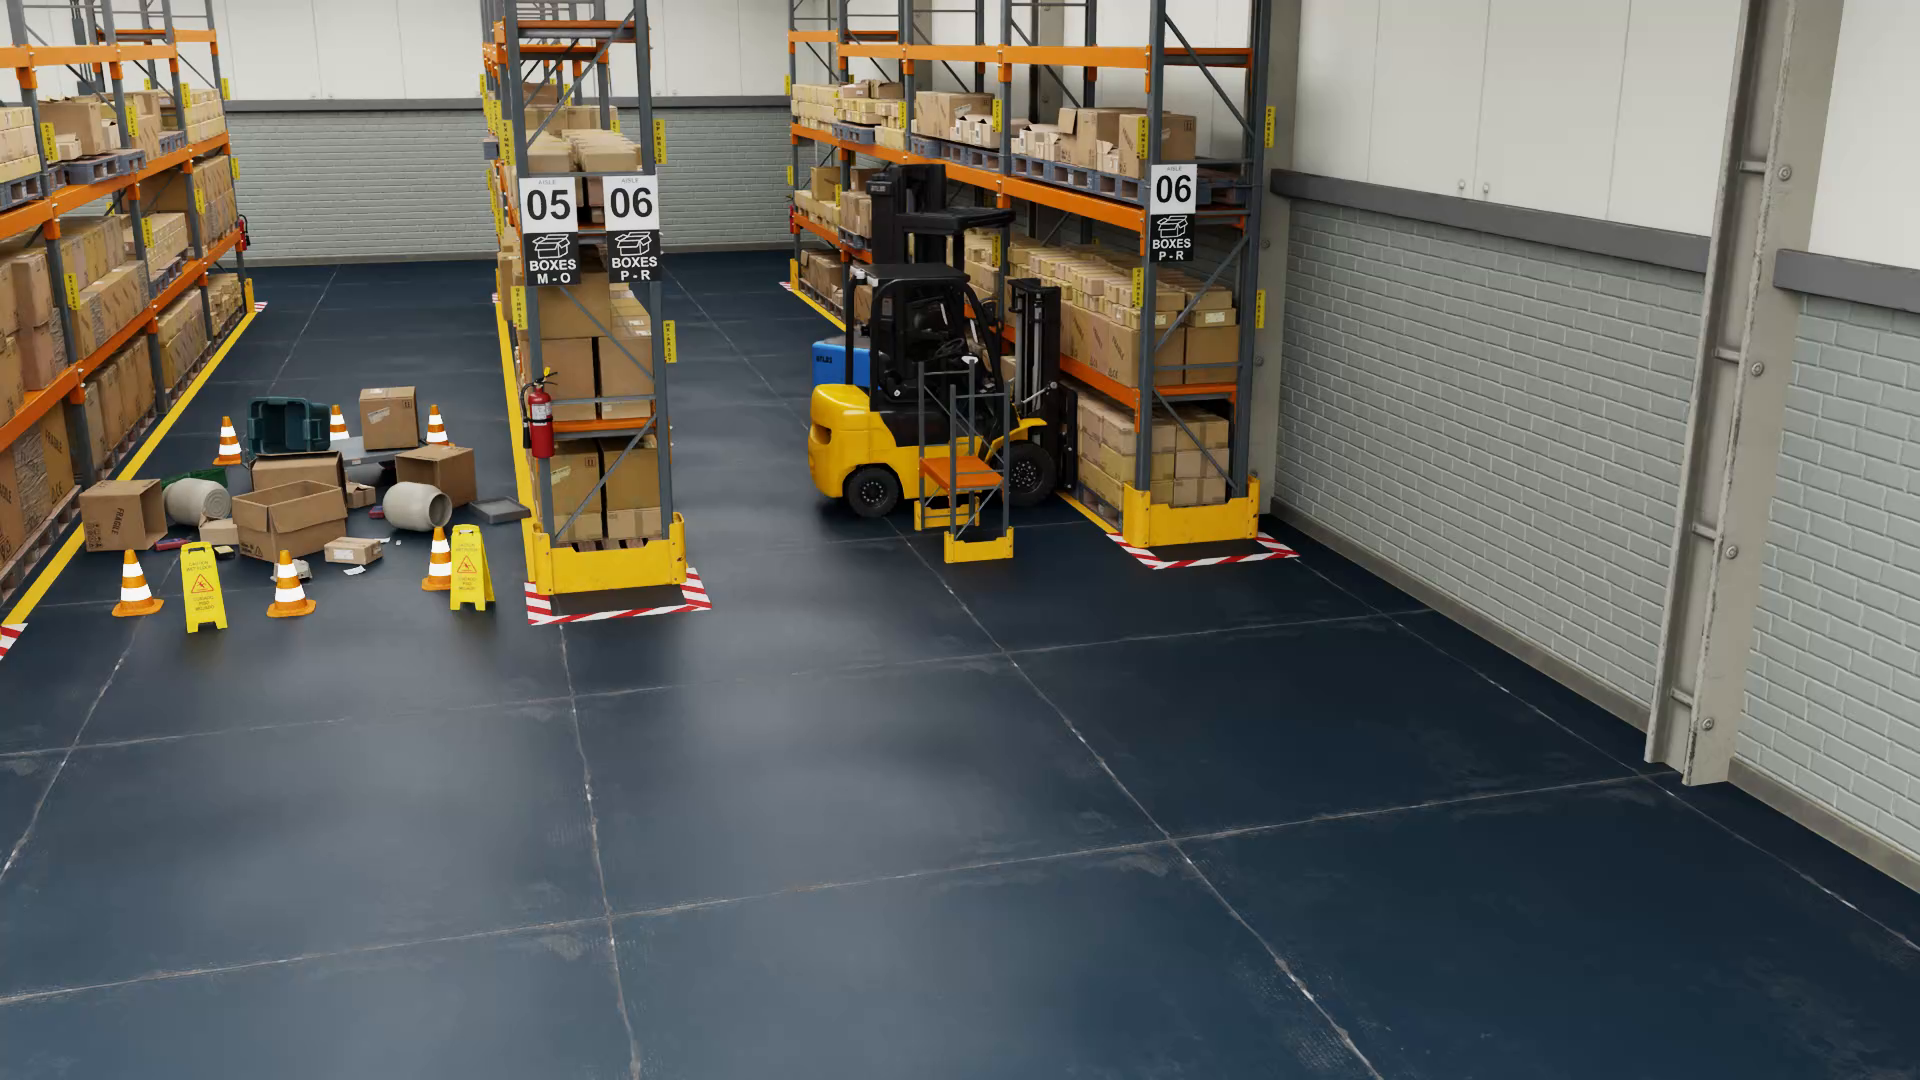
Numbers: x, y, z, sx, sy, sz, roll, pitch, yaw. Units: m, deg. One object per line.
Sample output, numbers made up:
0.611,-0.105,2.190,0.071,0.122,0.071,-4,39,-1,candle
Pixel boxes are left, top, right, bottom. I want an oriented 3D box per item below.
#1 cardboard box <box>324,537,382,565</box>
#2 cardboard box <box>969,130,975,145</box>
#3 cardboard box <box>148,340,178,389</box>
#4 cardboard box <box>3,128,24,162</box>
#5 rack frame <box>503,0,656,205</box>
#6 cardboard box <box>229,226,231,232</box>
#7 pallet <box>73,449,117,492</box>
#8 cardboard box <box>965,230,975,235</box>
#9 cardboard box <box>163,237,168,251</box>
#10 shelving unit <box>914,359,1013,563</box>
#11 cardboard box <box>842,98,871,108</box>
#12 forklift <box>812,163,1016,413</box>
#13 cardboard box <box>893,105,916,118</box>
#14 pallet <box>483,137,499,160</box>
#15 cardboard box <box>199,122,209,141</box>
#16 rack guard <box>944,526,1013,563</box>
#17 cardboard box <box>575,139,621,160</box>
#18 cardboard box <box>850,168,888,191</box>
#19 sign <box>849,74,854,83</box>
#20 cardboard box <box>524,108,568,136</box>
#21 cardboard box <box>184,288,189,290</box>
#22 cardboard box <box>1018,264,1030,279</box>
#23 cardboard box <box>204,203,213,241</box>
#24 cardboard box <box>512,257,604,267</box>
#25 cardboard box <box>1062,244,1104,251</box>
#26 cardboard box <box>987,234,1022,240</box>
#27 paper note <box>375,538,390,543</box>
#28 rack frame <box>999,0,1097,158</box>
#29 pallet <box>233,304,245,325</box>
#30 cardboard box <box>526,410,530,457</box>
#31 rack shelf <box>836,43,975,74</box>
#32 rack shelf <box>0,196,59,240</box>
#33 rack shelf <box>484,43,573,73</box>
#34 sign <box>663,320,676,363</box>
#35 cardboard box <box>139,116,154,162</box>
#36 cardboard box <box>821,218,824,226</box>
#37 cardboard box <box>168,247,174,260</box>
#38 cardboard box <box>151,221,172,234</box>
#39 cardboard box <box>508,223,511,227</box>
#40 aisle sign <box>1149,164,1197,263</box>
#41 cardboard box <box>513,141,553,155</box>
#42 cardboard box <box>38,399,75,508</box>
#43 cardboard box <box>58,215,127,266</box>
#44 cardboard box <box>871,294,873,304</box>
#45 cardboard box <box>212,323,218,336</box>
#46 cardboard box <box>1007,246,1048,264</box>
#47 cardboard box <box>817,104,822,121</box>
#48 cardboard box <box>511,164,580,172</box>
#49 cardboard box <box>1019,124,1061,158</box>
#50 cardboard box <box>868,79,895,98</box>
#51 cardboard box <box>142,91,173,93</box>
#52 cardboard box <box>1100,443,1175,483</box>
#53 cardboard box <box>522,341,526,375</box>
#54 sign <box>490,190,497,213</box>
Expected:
-5.069,0.090,13.893,0.380,0.149,0.250,4,17,13,cardboard box
0.311,-4.418,18.264,0.380,0.149,0.250,-5,17,-15,cardboard box
-9.646,-2.086,19.796,0.500,0.500,0.500,-5,18,-18,cardboard box
-8.077,-3.260,13.716,0.500,0.250,0.500,-5,17,-15,cardboard box
-2.767,-3.945,11.945,1.000,3.000,0.127,-5,17,-15,rack frame
-11.502,-4.819,25.717,0.380,0.149,0.250,-5,17,-15,cardboard box
-8.882,-0.631,16.187,1.003,0.211,1.213,-5,17,-15,pallet
-0.038,-3.644,20.069,0.380,0.149,0.250,-5,17,-15,cardboard box
-10.070,-3.669,20.643,0.380,0.149,0.250,-4,17,-13,cardboard box
0.021,-0.697,14.166,0.587,1.500,1.083,-5,17,-15,shelving unit
-1.491,-6.307,24.038,0.380,0.149,0.250,-4,17,-14,cardboard box
-0.095,-2.352,17.188,3.031,2.935,1.130,11,20,33,forklift
-0.665,-5.599,21.714,0.380,0.149,0.250,-5,18,-17,cardboard box
-5.193,-4.805,20.349,1.213,0.211,1.003,-4,17,-13,pallet
-10.941,-5.769,23.491,0.500,0.250,0.500,-4,17,-13,cardboard box
0.158,0.039,13.887,0.587,0.250,0.087,-5,17,-15,rack guard
-3.056,-3.308,14.088,0.380,0.149,0.250,-4,17,-14,cardboard box
-1.447,-5.648,26.480,0.500,0.500,0.500,-5,17,-17,cardboard box
-1.853,-7.790,28.420,0.100,0.325,0.005,-5,17,-15,sign
-4.148,-4.134,16.449,0.500,0.250,0.500,-4,17,-14,cardboard box
-11.537,-3.603,24.425,0.380,0.149,0.250,-5,17,-15,cardboard box
0.813,-2.750,17.092,0.380,0.149,0.250,-4,17,-14,cardboard box
-10.833,-4.456,23.381,0.500,0.500,0.500,-5,17,-15,cardboard box
-3.249,-2.006,13.488,0.700,0.500,0.500,-5,17,-15,cardboard box
1.284,-3.009,17.436,0.380,0.149,0.250,-5,17,-15,cardboard box
0.531,-3.540,19.722,0.380,0.149,0.250,-4,17,-14,cardboard box
-5.030,0.004,14.405,0.148,0.019,0.142,1,17,4,paper note
0.905,-5.445,16.938,1.000,3.000,0.127,-5,17,-15,rack frame
-11.685,-3.495,25.719,1.003,0.211,1.213,-5,17,-15,pallet
-3.805,-1.090,15.614,0.500,0.500,0.500,-4,17,-13,cardboard box
-0.743,-6.569,22.624,1.077,0.370,4.000,-5,17,-15,rack shelf
-8.048,-2.298,12.926,1.077,0.370,4.000,-5,17,-15,rack shelf
-5.515,-6.175,21.314,1.077,0.370,4.000,-5,17,-15,rack shelf
-2.245,-1.530,12.826,0.100,0.325,0.005,-5,17,-15,sign
-9.742,-4.667,19.387,0.500,0.500,0.500,-5,17,-15,cardboard box
-2.031,-5.161,26.857,0.380,0.149,0.250,-5,17,-15,cardboard box
-10.136,-3.599,20.925,0.380,0.149,0.250,-4,17,-13,cardboard box
-10.218,-3.956,21.079,0.380,0.149,0.250,-5,18,-17,cardboard box
-4.914,-3.390,19.104,0.500,0.500,0.500,-4,17,-12,cardboard box
1.740,-2.669,13.606,0.394,0.787,0.004,-5,17,-15,aisle sign
-3.597,-3.262,13.935,0.380,0.149,0.250,-4,17,-14,cardboard box
-8.492,-0.763,14.743,0.875,0.875,0.875,-4,17,-14,cardboard box
-9.583,-3.268,18.204,0.700,0.500,0.500,-5,17,-16,cardboard box
-0.951,-3.209,23.535,0.500,0.500,0.500,-5,18,-17,cardboard box
-10.588,-2.934,23.232,0.380,0.149,0.250,-5,18,-18,cardboard box
0.708,-2.962,17.279,0.380,0.149,0.250,-4,17,-14,cardboard box
-1.949,-6.691,26.044,0.500,0.250,0.500,-4,17,-14,cardboard box
-3.291,-2.840,13.222,0.500,0.250,0.500,-5,17,-16,cardboard box
0.900,-3.966,16.477,0.500,0.311,0.500,-4,17,-14,cardboard box
-1.143,-6.612,24.331,0.396,0.266,0.258,-5,17,-16,cardboard box
-11.730,-6.483,24.306,0.380,0.149,0.250,-4,17,-14,cardboard box
1.570,-0.699,14.747,0.500,0.250,0.500,-5,17,-16,cardboard box
-3.448,-1.669,14.102,0.500,0.500,0.500,-5,17,-16,cardboard box
-6.598,-4.800,23.575,0.100,0.325,0.005,-5,17,-15,sign
